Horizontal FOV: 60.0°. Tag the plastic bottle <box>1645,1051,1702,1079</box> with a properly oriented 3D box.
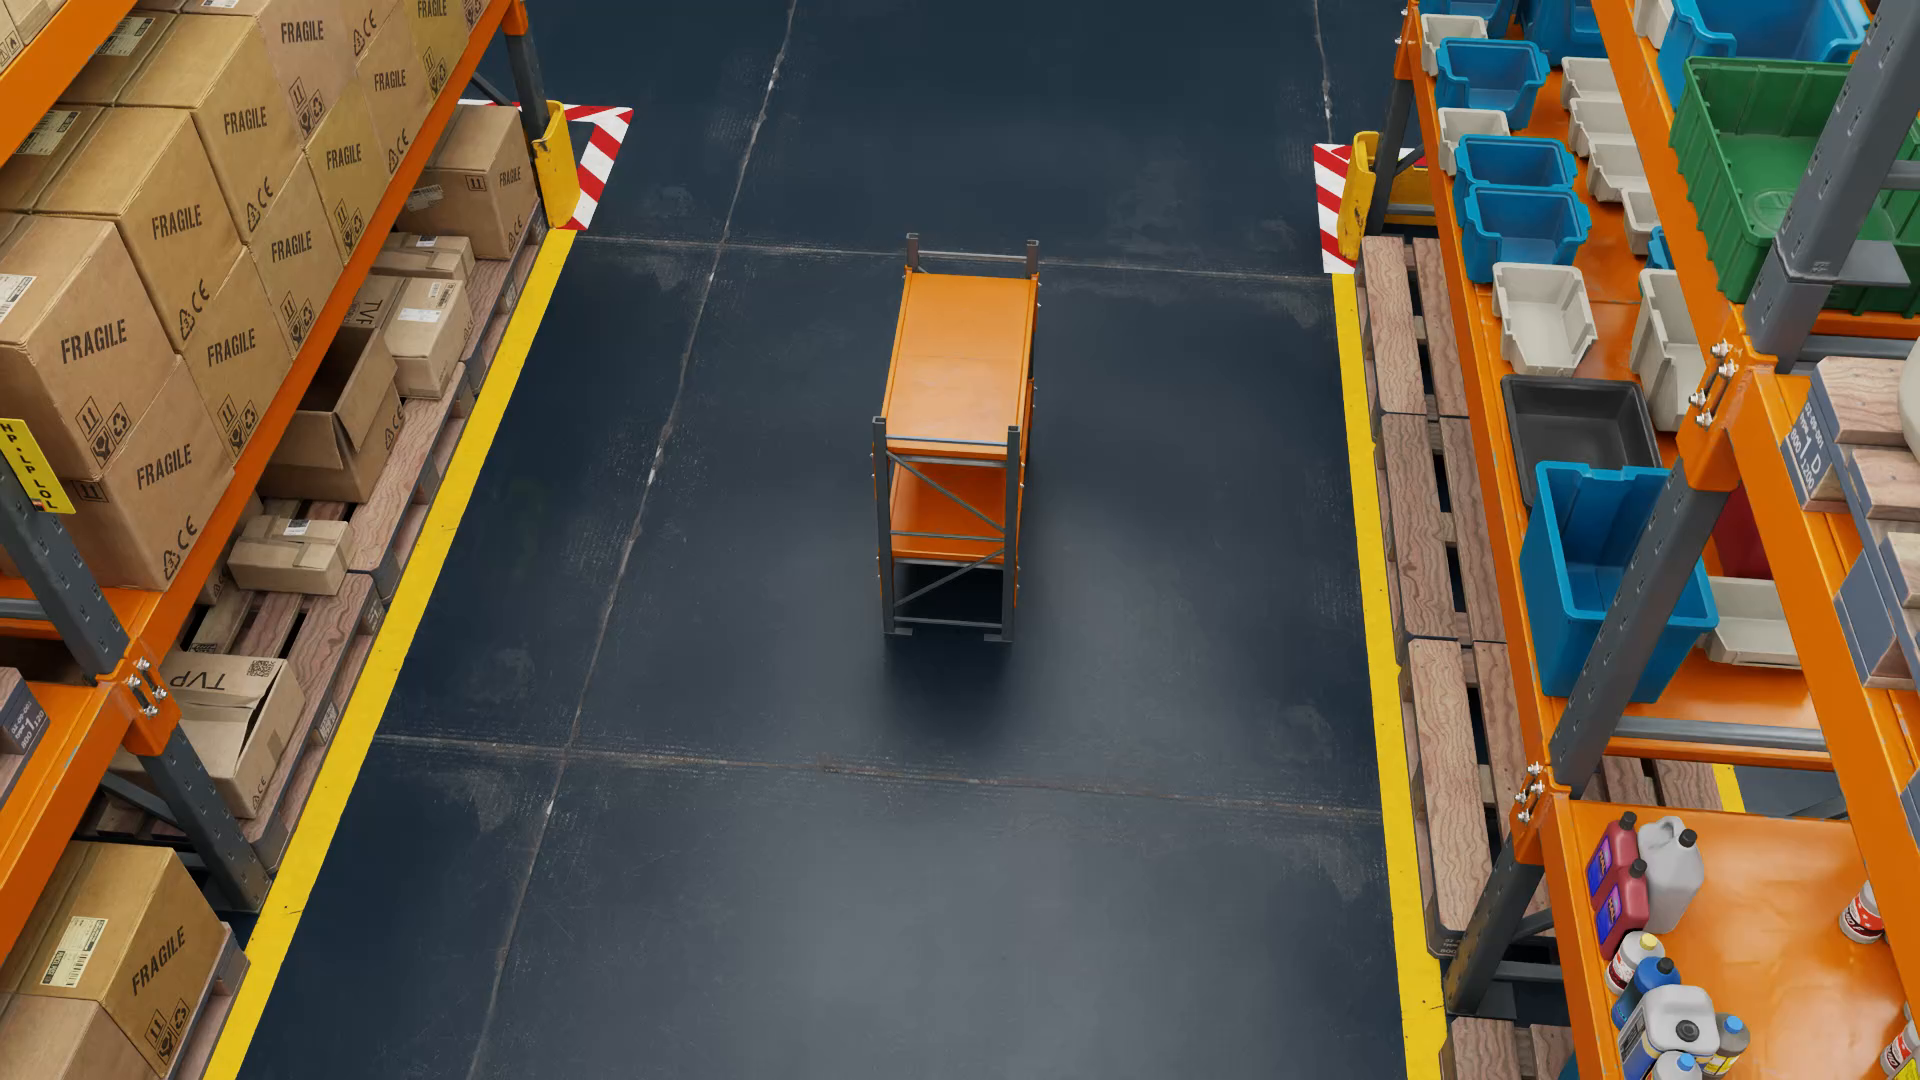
[{"bbox_3d":[1.582,1.221,3.714,0.097,0.271,0.097,0,48,0],"label":"plastic bottle"}]

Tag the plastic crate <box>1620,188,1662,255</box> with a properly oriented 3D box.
[{"bbox_3d":[2.495,-1.111,5.898,0.298,0.136,0.250,4,48,4],"label":"plastic crate"}]

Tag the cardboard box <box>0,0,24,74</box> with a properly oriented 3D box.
[{"bbox_3d":[-2.567,-1.128,3.843,0.500,0.250,0.500,4,48,4],"label":"cardboard box"}]

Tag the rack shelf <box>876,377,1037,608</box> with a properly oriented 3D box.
[{"bbox_3d":[0.001,-0.220,6.546,0.538,0.278,1.000,4,48,4],"label":"rack shelf"}]

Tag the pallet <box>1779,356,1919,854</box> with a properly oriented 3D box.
[{"bbox_3d":[2.101,0.145,2.706,1.213,0.211,1.003,4,48,4],"label":"pallet"}]

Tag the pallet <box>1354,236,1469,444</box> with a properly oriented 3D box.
[{"bbox_3d":[2.326,-0.884,7.442,1.003,0.211,1.213,4,48,4],"label":"pallet"}]

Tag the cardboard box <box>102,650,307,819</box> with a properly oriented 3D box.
[{"bbox_3d":[-2.604,0.640,5.682,0.500,0.311,0.500,4,48,4],"label":"cardboard box"}]

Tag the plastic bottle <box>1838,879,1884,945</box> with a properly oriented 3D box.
[{"bbox_3d":[2.235,0.894,4.060,0.097,0.201,0.097,0,48,0],"label":"plastic bottle"}]

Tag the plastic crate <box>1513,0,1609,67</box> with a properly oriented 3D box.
[{"bbox_3d":[2.595,-2.202,6.693,0.616,0.435,0.499,4,48,4],"label":"plastic crate"}]

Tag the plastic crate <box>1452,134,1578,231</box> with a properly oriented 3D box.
[{"bbox_3d":[1.969,-1.266,5.974,0.416,0.233,0.300,4,48,4],"label":"plastic crate"}]

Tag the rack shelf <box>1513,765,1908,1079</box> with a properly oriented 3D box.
[{"bbox_3d":[1.893,2.223,3.197,1.077,0.370,4.000,4,48,4],"label":"rack shelf"}]

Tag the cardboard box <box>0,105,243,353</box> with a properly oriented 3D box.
[{"bbox_3d":[-2.488,-0.903,4.824,0.500,0.500,0.500,3,48,2],"label":"cardboard box"}]

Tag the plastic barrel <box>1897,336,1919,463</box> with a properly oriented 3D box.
[{"bbox_3d":[1.777,-0.319,2.626,0.433,0.535,0.433,0,48,0],"label":"plastic barrel"}]

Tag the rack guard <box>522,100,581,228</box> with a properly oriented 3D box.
[{"bbox_3d":[-2.500,-1.865,8.143,1.175,0.500,0.348,4,48,4],"label":"rack guard"}]

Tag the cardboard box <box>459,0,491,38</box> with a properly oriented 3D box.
[{"bbox_3d":[-2.263,-2.451,6.917,0.500,0.500,0.500,5,48,5],"label":"cardboard box"}]

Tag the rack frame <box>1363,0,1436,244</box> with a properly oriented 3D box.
[{"bbox_3d":[2.439,-2.429,6.964,1.000,3.000,0.127,4,48,4],"label":"rack frame"}]

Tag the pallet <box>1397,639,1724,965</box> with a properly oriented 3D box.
[{"bbox_3d":[2.103,0.909,5.802,1.003,0.211,1.213,4,48,4],"label":"pallet"}]

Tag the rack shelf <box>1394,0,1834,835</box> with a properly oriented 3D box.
[{"bbox_3d":[2.257,-0.716,5.886,1.077,0.370,4.000,4,48,4],"label":"rack shelf"}]

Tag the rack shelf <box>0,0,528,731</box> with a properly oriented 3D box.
[{"bbox_3d":[-2.675,-1.052,6.193,1.077,0.370,4.000,4,48,4],"label":"rack shelf"}]

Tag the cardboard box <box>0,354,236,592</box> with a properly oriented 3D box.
[{"bbox_3d":[-2.540,-0.215,4.872,0.500,0.500,0.500,5,48,5],"label":"cardboard box"}]

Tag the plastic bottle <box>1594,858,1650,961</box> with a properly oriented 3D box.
[{"bbox_3d":[1.604,0.889,4.009,0.061,0.283,0.133,4,48,4],"label":"plastic bottle"}]

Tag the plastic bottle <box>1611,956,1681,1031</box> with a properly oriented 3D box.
[{"bbox_3d":[1.603,1.050,3.870,0.097,0.271,0.097,0,48,0],"label":"plastic bottle"}]

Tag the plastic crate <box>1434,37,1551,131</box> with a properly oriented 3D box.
[{"bbox_3d":[2.029,-1.749,6.416,0.416,0.233,0.300,4,48,4],"label":"plastic crate"}]

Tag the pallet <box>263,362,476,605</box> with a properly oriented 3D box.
[{"bbox_3d":[-2.685,-0.288,6.896,1.003,0.211,1.213,4,48,4],"label":"pallet"}]

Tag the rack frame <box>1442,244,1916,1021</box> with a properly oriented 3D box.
[{"bbox_3d":[2.075,0.511,4.276,1.000,3.000,0.127,4,48,4],"label":"rack frame"}]

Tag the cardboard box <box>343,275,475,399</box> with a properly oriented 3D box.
[{"bbox_3d":[-2.414,-0.873,7.107,0.500,0.250,0.500,4,48,4],"label":"cardboard box"}]

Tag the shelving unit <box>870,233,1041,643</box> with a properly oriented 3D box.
[{"bbox_3d":[0.001,-0.385,6.365,0.538,1.125,1.048,4,48,4],"label":"shelving unit"}]

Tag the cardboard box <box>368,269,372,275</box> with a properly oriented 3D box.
[{"bbox_3d":[-2.871,-1.237,7.440,0.500,0.250,0.500,4,48,4],"label":"cardboard box"}]

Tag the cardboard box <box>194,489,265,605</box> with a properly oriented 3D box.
[{"bbox_3d":[-3.020,-0.055,6.318,0.500,0.311,0.500,4,48,4],"label":"cardboard box"}]

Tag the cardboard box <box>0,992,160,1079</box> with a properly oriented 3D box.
[{"bbox_3d":[-2.671,1.615,4.662,0.500,0.500,0.500,4,48,4],"label":"cardboard box"}]

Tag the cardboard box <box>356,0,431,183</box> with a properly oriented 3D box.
[{"bbox_3d":[-2.358,-1.703,6.233,0.500,0.500,0.500,4,48,4],"label":"cardboard box"}]

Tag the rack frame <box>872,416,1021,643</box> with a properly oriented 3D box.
[{"bbox_3d":[-0.046,-0.011,6.024,0.500,1.125,0.032,4,48,4],"label":"rack frame"}]

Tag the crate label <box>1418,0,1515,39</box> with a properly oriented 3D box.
[{"bbox_3d":[2.089,-2.233,6.858,0.416,0.233,0.303,4,48,4],"label":"crate label"}]

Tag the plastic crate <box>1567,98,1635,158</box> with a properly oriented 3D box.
[{"bbox_3d":[2.505,-1.537,6.287,0.396,0.136,0.243,4,48,4],"label":"plastic crate"}]

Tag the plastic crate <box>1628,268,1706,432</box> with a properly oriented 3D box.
[{"bbox_3d":[2.397,-0.579,5.313,0.437,0.282,0.530,4,48,4],"label":"plastic crate"}]

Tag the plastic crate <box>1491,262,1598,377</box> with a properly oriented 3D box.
[{"bbox_3d":[1.934,-0.720,5.540,0.293,0.136,0.466,4,48,4],"label":"plastic crate"}]

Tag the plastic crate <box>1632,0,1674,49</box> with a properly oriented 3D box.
[{"bbox_3d":[1.812,-1.373,4.145,0.293,0.136,0.466,4,48,4],"label":"plastic crate"}]

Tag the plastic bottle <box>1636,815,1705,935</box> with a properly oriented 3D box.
[{"bbox_3d":[1.716,0.794,4.050,0.144,0.351,0.185,4,48,4],"label":"plastic bottle"}]

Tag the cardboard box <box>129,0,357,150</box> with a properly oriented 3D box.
[{"bbox_3d":[-2.394,-1.660,5.516,0.500,0.500,0.500,5,48,5],"label":"cardboard box"}]

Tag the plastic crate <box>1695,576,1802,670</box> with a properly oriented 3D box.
[{"bbox_3d":[2.260,0.247,4.655,0.396,0.136,0.243,4,48,4],"label":"plastic crate"}]

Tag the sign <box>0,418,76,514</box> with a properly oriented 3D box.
[{"bbox_3d":[-2.305,-0.181,4.124,0.100,0.325,0.005,4,48,4],"label":"sign"}]

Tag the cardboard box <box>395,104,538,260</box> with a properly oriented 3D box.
[{"bbox_3d":[-2.297,-1.653,7.651,0.500,0.500,0.500,4,48,4],"label":"cardboard box"}]

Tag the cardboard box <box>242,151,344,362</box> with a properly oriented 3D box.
[{"bbox_3d":[-2.448,-0.959,5.553,0.500,0.500,0.500,4,48,3],"label":"cardboard box"}]

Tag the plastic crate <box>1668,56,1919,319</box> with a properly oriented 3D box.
[{"bbox_3d":[1.812,-0.762,3.551,0.450,0.188,0.662,4,48,4],"label":"plastic crate"}]

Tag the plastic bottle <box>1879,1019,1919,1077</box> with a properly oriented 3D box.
[{"bbox_3d":[2.202,1.163,3.814,0.097,0.201,0.097,0,48,0],"label":"plastic bottle"}]

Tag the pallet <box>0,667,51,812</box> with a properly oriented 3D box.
[{"bbox_3d":[-3.039,0.819,4.124,1.003,0.211,1.213,4,48,4],"label":"pallet"}]
